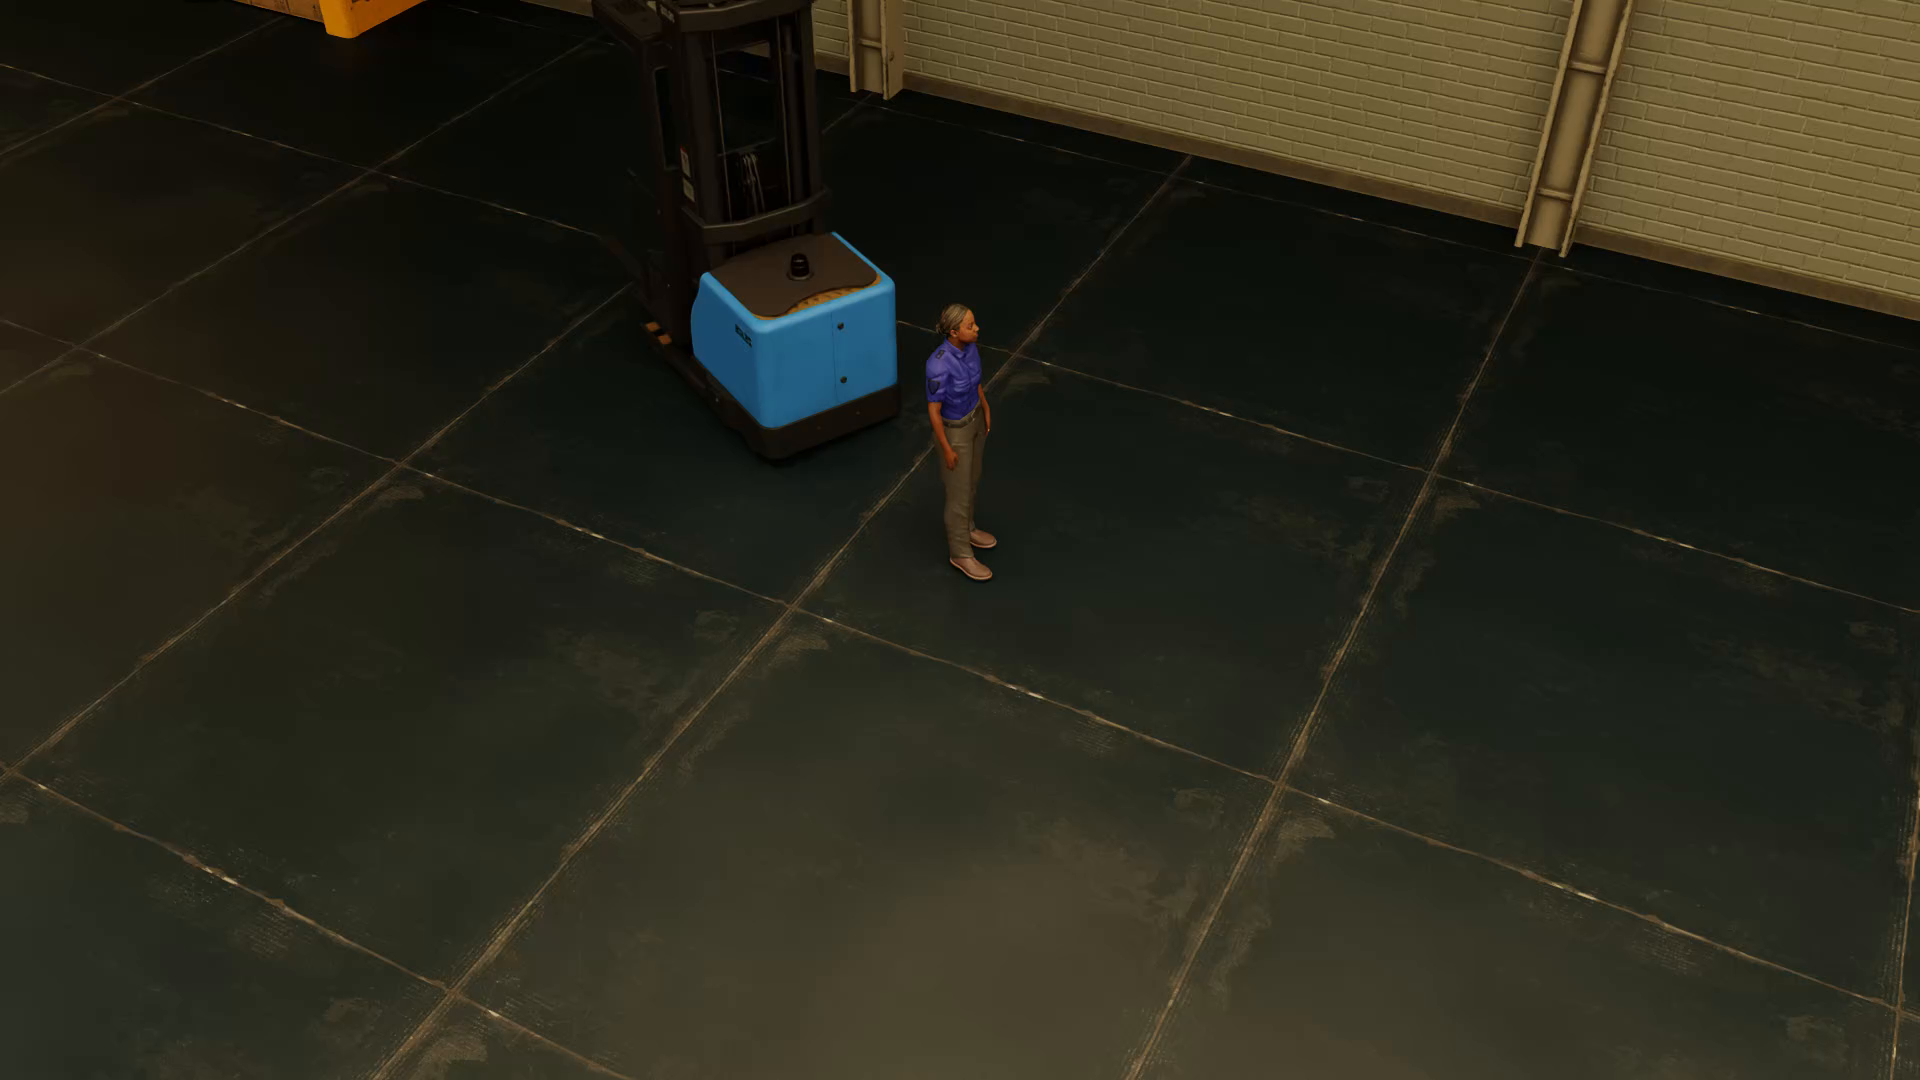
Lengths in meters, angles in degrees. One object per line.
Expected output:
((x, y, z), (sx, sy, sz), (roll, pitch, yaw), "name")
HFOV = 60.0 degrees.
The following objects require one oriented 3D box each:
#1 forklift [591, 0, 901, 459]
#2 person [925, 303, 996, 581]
((-1.627, -2.563, 11.029), (1.130, 2.935, 3.031), (-23, 45, -25), "forklift")
((0.069, -0.601, 9.680), (0.503, 1.656, 0.569), (18, 43, 21), "person")
